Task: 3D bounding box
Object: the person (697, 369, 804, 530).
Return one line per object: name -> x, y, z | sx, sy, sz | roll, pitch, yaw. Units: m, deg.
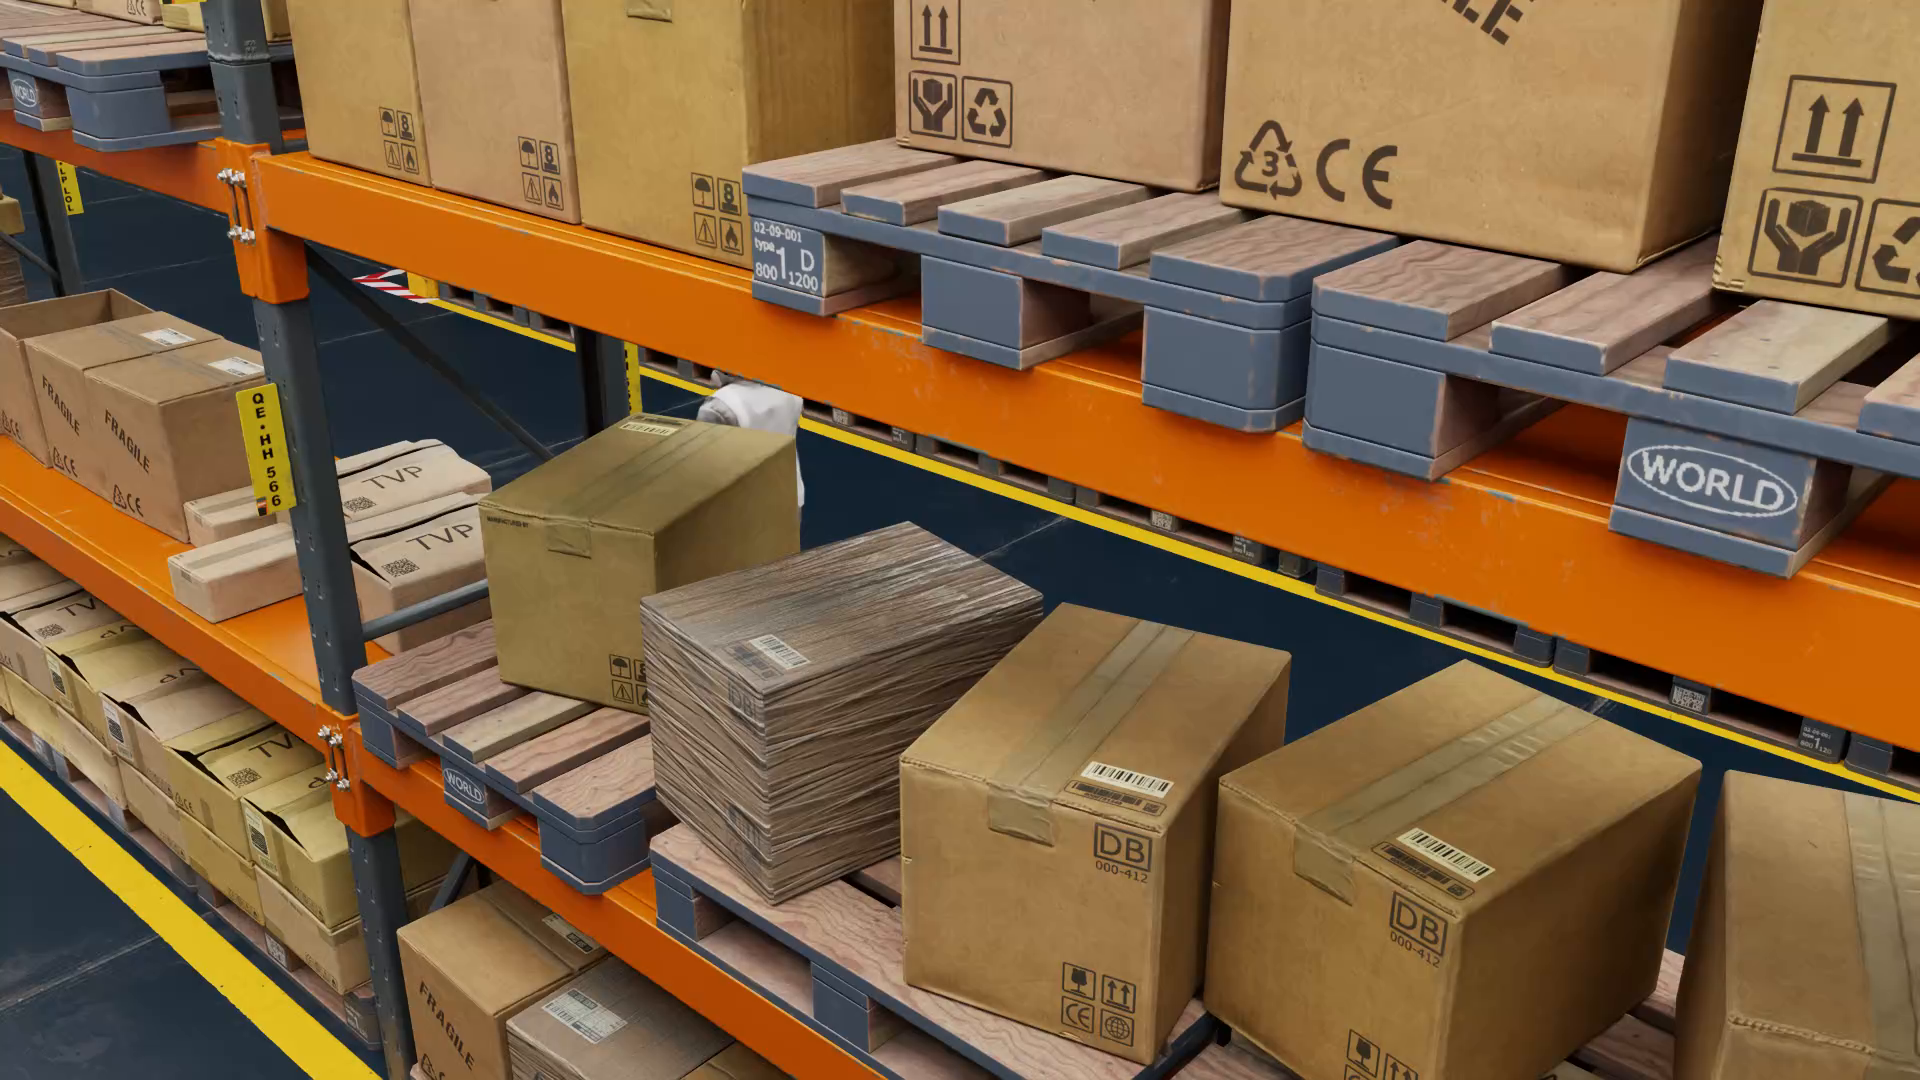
person -> -0.935, -0.142, 6.896 | 0.554, 1.768, 0.499 | 20, 31, 38
